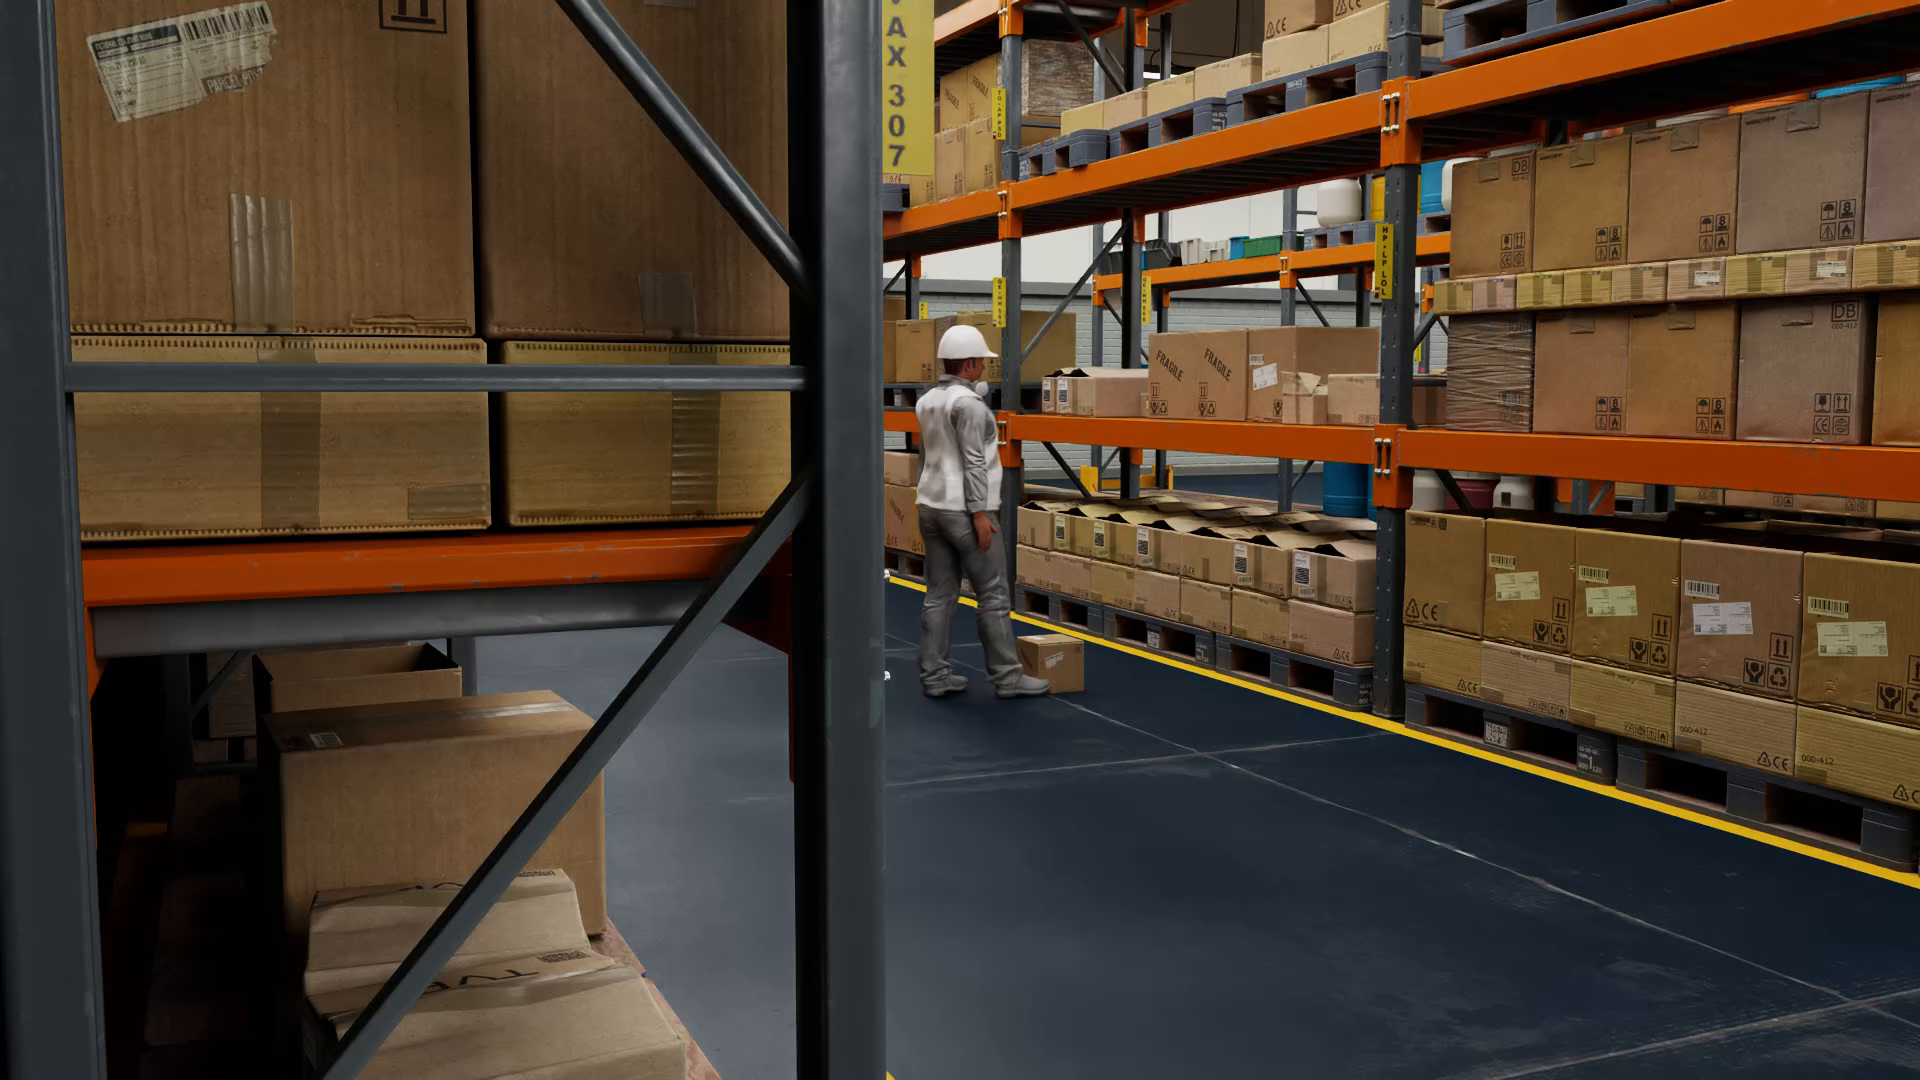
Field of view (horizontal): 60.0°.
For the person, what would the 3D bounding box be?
[{"bbox_3d":[0.075,-0.143,8.026,0.590,1.766,0.575,-4,7,-35],"label":"person"}]
